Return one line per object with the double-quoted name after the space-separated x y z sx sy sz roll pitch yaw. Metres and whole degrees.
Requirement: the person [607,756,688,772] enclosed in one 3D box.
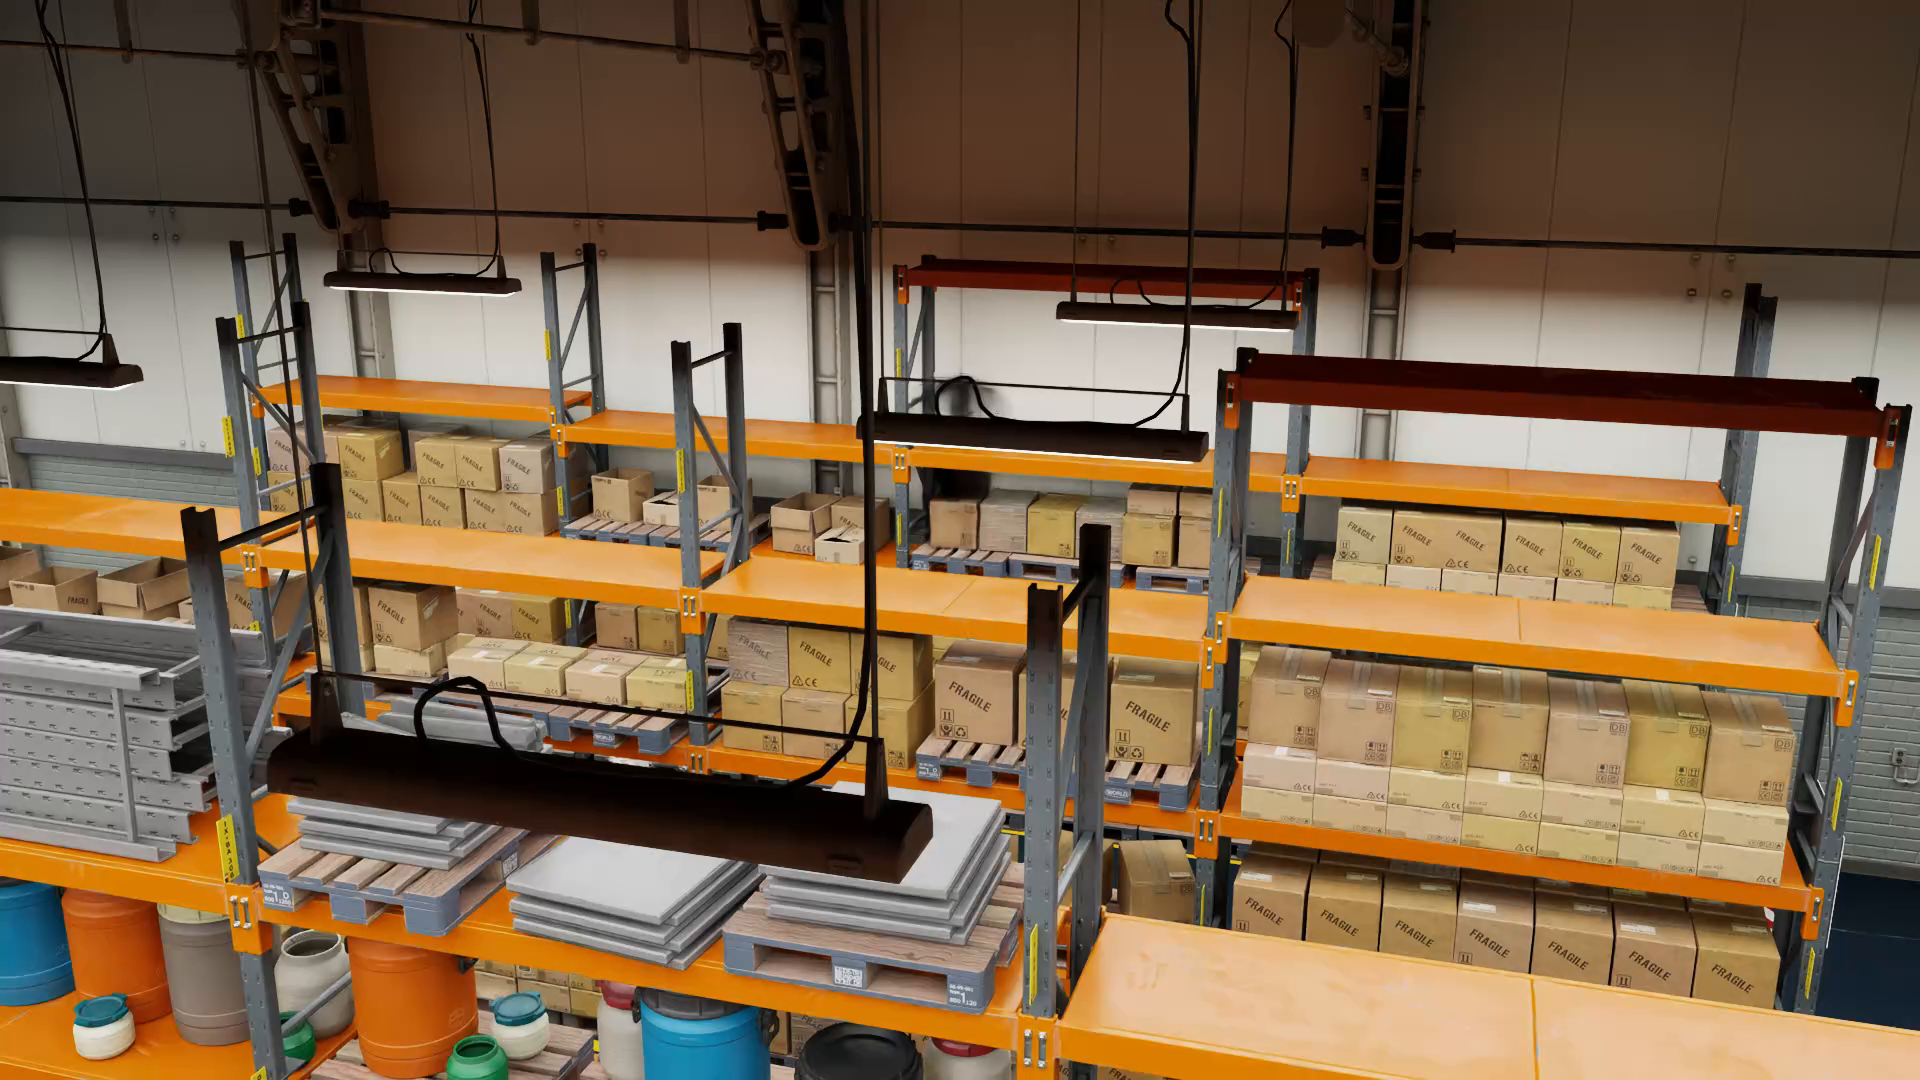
-3.306 2.617 17.040 0.961 1.436 0.600 7 18 24 "person"
